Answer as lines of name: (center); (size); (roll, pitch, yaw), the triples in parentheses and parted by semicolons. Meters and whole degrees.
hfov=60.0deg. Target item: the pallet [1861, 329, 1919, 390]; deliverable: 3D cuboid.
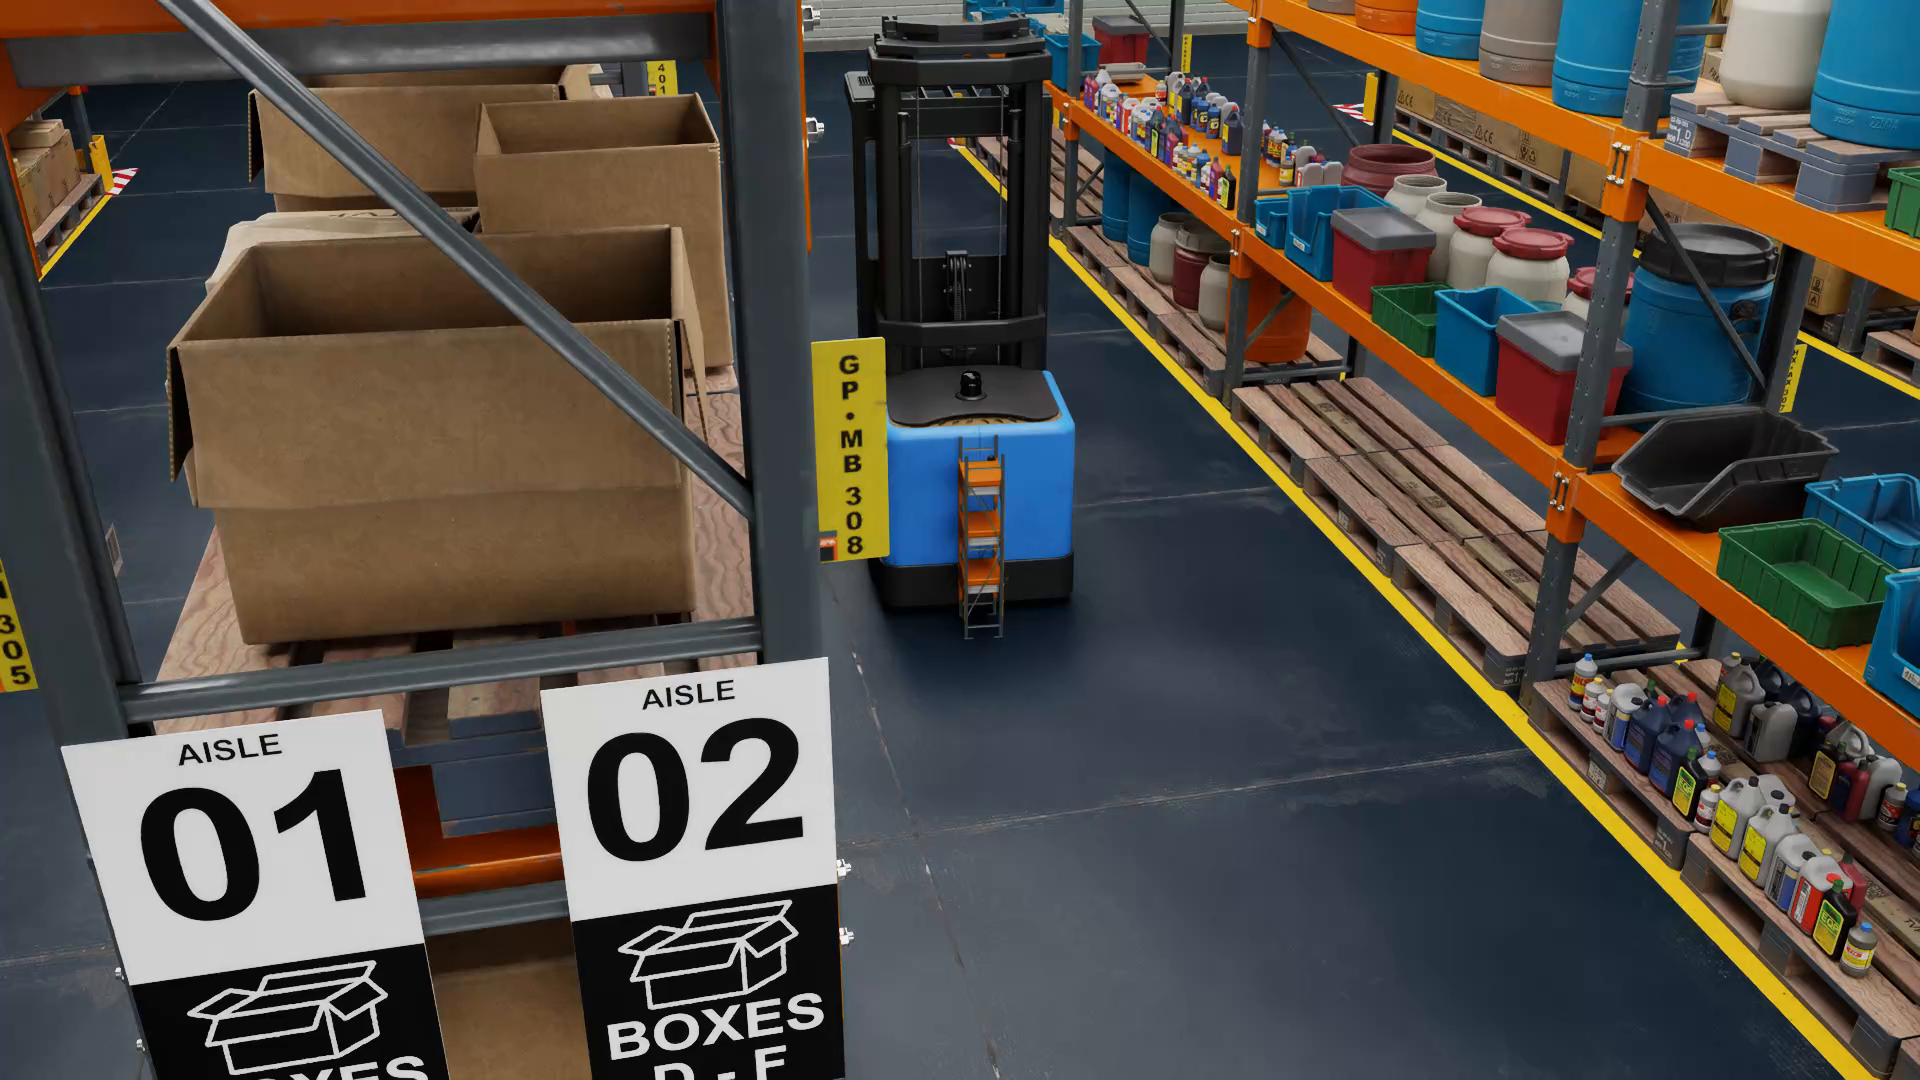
pallet: (7.333, -1.229, 11.950); (1.003, 0.211, 1.213); (-6, 27, -12)

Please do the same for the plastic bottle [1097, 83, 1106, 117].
plastic bottle: (1.194, -3.658, 13.811); (0.097, 0.271, 0.097); (0, 27, 0)

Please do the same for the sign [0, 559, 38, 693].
sign: (-1.223, 0.050, 2.099); (0.100, 0.325, 0.005); (-6, 27, -12)

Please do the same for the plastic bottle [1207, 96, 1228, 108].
plastic bottle: (2.062, -3.433, 13.361); (0.152, 0.276, 0.135); (-6, 27, -12)

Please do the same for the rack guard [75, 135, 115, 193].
rack guard: (-9.127, -3.714, 16.554); (1.175, 0.500, 0.348); (-6, 27, -12)

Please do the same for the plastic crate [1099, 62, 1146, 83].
plastic crate: (1.466, -4.198, 14.964); (0.396, 0.136, 0.243); (-6, 27, -12)

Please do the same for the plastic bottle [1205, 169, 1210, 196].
plastic bottle: (1.766, -2.513, 11.621); (0.097, 0.201, 0.097); (0, 27, 0)

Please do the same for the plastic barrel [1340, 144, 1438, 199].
plastic barrel: (2.733, -2.201, 10.632); (0.600, 0.536, 0.708); (-6, 27, -12)

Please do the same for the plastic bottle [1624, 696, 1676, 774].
plastic bottle: (3.012, 0.825, 7.238); (0.144, 0.351, 0.185); (-5, 27, -10)

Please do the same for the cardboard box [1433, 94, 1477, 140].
cardboard box: (5.783, -4.895, 18.012); (0.875, 0.875, 0.875); (-6, 27, -12)

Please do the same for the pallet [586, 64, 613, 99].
pallet: (-1.804, -1.696, 6.664); (0.805, 0.209, 1.217); (-7, 28, -14)

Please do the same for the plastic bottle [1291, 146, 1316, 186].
plastic bottle: (2.446, -2.684, 11.877); (0.152, 0.276, 0.135); (-6, 27, -12)

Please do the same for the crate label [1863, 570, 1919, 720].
crate label: (3.458, 0.402, 5.585); (0.502, 0.435, 0.616); (-6, 27, -12)

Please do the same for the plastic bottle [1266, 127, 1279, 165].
plastic bottle: (2.343, -2.938, 12.386); (0.097, 0.271, 0.097); (0, 27, 0)

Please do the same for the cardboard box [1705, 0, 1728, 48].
cardboard box: (6.553, -4.483, 14.079); (0.797, 0.503, 0.637); (-6, 27, -11)

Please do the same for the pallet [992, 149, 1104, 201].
pallet: (0.950, -3.680, 16.807); (1.003, 0.211, 1.213); (-6, 27, -12)

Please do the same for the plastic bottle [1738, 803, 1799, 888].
plastic bottle: (3.192, 1.176, 6.543); (0.144, 0.351, 0.185); (-5, 27, -9)

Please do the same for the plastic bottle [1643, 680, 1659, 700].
plastic bottle: (3.082, 0.771, 7.420); (0.061, 0.283, 0.133); (-6, 27, -12)

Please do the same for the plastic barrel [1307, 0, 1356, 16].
plastic barrel: (2.307, -3.494, 9.458); (0.600, 0.901, 0.600); (0, 27, 0)

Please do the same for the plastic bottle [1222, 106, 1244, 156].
plastic bottle: (2.088, -3.119, 12.656); (0.144, 0.351, 0.185); (-6, 27, -12)

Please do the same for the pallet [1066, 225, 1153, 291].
pallet: (1.565, -2.482, 14.433); (1.003, 0.211, 1.213); (-6, 27, -12)

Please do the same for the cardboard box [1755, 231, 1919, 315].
cardboard box: (7.023, -2.361, 12.990); (1.225, 0.875, 0.875); (-7, 28, -14)

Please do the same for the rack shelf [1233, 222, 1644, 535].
rack shelf: (2.784, -1.115, 9.428); (1.077, 0.370, 4.000); (-6, 27, -12)

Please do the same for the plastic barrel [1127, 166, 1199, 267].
plastic barrel: (1.697, -2.769, 13.770); (0.600, 0.901, 0.708); (-6, 27, -12)

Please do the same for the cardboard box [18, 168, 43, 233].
cardboard box: (-8.513, -2.920, 14.515); (0.700, 0.500, 0.500); (-5, 27, -10)

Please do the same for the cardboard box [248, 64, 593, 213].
cardboard box: (-1.344, -0.956, 4.250); (0.797, 0.503, 0.637); (-3, 27, -6)

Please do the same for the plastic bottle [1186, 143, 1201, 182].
plastic bottle: (1.678, -2.715, 11.943); (0.097, 0.271, 0.097); (0, 27, 0)

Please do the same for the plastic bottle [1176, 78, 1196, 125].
plastic bottle: (1.859, -3.582, 13.572); (0.144, 0.351, 0.185); (-6, 27, -12)

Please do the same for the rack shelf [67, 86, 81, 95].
rack shelf: (-8.671, -3.621, 14.393); (1.077, 0.370, 4.000); (-6, 27, -12)

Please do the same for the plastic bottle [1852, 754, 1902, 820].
plastic bottle: (3.809, 1.013, 6.948); (0.152, 0.276, 0.135); (-5, 27, -11)

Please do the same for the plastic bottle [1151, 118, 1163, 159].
plastic bottle: (1.497, -3.037, 12.568); (0.061, 0.283, 0.133); (-6, 27, -12)

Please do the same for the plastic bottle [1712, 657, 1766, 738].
plastic bottle: (3.520, 0.697, 7.493); (0.144, 0.351, 0.185); (-6, 27, -12)

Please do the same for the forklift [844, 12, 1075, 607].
forklift: (-0.073, -1.587, 9.642); (1.130, 2.935, 3.031); (-3, 27, -6)

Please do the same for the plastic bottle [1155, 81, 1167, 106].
plastic bottle: (1.718, -3.820, 14.210); (0.097, 0.201, 0.097); (0, 27, 0)

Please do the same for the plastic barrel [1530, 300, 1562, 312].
plastic barrel: (3.086, -1.093, 8.739); (0.301, 0.262, 0.301); (0, 27, 0)

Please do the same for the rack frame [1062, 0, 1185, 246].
rack frame: (1.432, -4.070, 14.484); (1.000, 3.000, 0.127); (-6, 27, -12)

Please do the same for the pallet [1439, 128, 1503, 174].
pallet: (5.884, -4.206, 17.849); (1.003, 0.211, 1.213); (-6, 27, -12)

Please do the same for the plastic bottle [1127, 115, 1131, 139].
plastic bottle: (1.373, -3.279, 13.138); (0.097, 0.201, 0.097); (0, 27, 0)

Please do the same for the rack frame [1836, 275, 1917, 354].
rack frame: (7.159, -2.817, 12.002); (1.000, 3.000, 0.127); (-6, 27, -12)

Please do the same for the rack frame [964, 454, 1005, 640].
rack frame: (0.123, 0.047, 8.493); (0.200, 1.050, 0.008); (-3, 27, -6)

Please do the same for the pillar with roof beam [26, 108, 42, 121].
pillar with roof beam: (-6.379, -9.033, 17.659); (9.100, 9.000, 0.400); (-6, 27, -12)

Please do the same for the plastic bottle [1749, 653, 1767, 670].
plastic bottle: (3.664, 0.636, 7.687); (0.061, 0.283, 0.133); (-5, 27, -9)

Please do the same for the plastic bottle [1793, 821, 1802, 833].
plastic bottle: (3.300, 1.211, 6.639); (0.097, 0.201, 0.097); (0, 27, 0)

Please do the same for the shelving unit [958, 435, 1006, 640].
shelving unit: (0.109, -0.008, 8.601); (0.215, 1.050, 0.252); (-3, 27, -6)

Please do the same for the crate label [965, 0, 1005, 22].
crate label: (0.265, -5.636, 17.706); (0.416, 0.233, 0.303); (-6, 27, -12)

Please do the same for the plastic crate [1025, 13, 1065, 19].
plastic crate: (0.890, -5.395, 17.336); (0.396, 0.136, 0.243); (-6, 27, -12)

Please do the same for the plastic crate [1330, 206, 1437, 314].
plastic crate: (2.399, -1.602, 9.524); (0.402, 0.464, 0.583); (-6, 27, -12)

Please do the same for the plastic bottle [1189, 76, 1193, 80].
plastic bottle: (1.932, -3.781, 14.041); (0.061, 0.283, 0.133); (-6, 27, -12)

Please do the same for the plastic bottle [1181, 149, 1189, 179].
plastic bottle: (1.656, -2.727, 12.044); (0.097, 0.201, 0.097); (0, 27, 0)

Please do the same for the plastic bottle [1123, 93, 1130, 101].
plastic bottle: (1.365, -3.599, 13.773); (0.097, 0.201, 0.097); (0, 27, 0)

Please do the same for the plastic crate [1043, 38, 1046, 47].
plastic crate: (0.746, -4.713, 15.984); (0.293, 0.136, 0.466); (-6, 27, -12)
